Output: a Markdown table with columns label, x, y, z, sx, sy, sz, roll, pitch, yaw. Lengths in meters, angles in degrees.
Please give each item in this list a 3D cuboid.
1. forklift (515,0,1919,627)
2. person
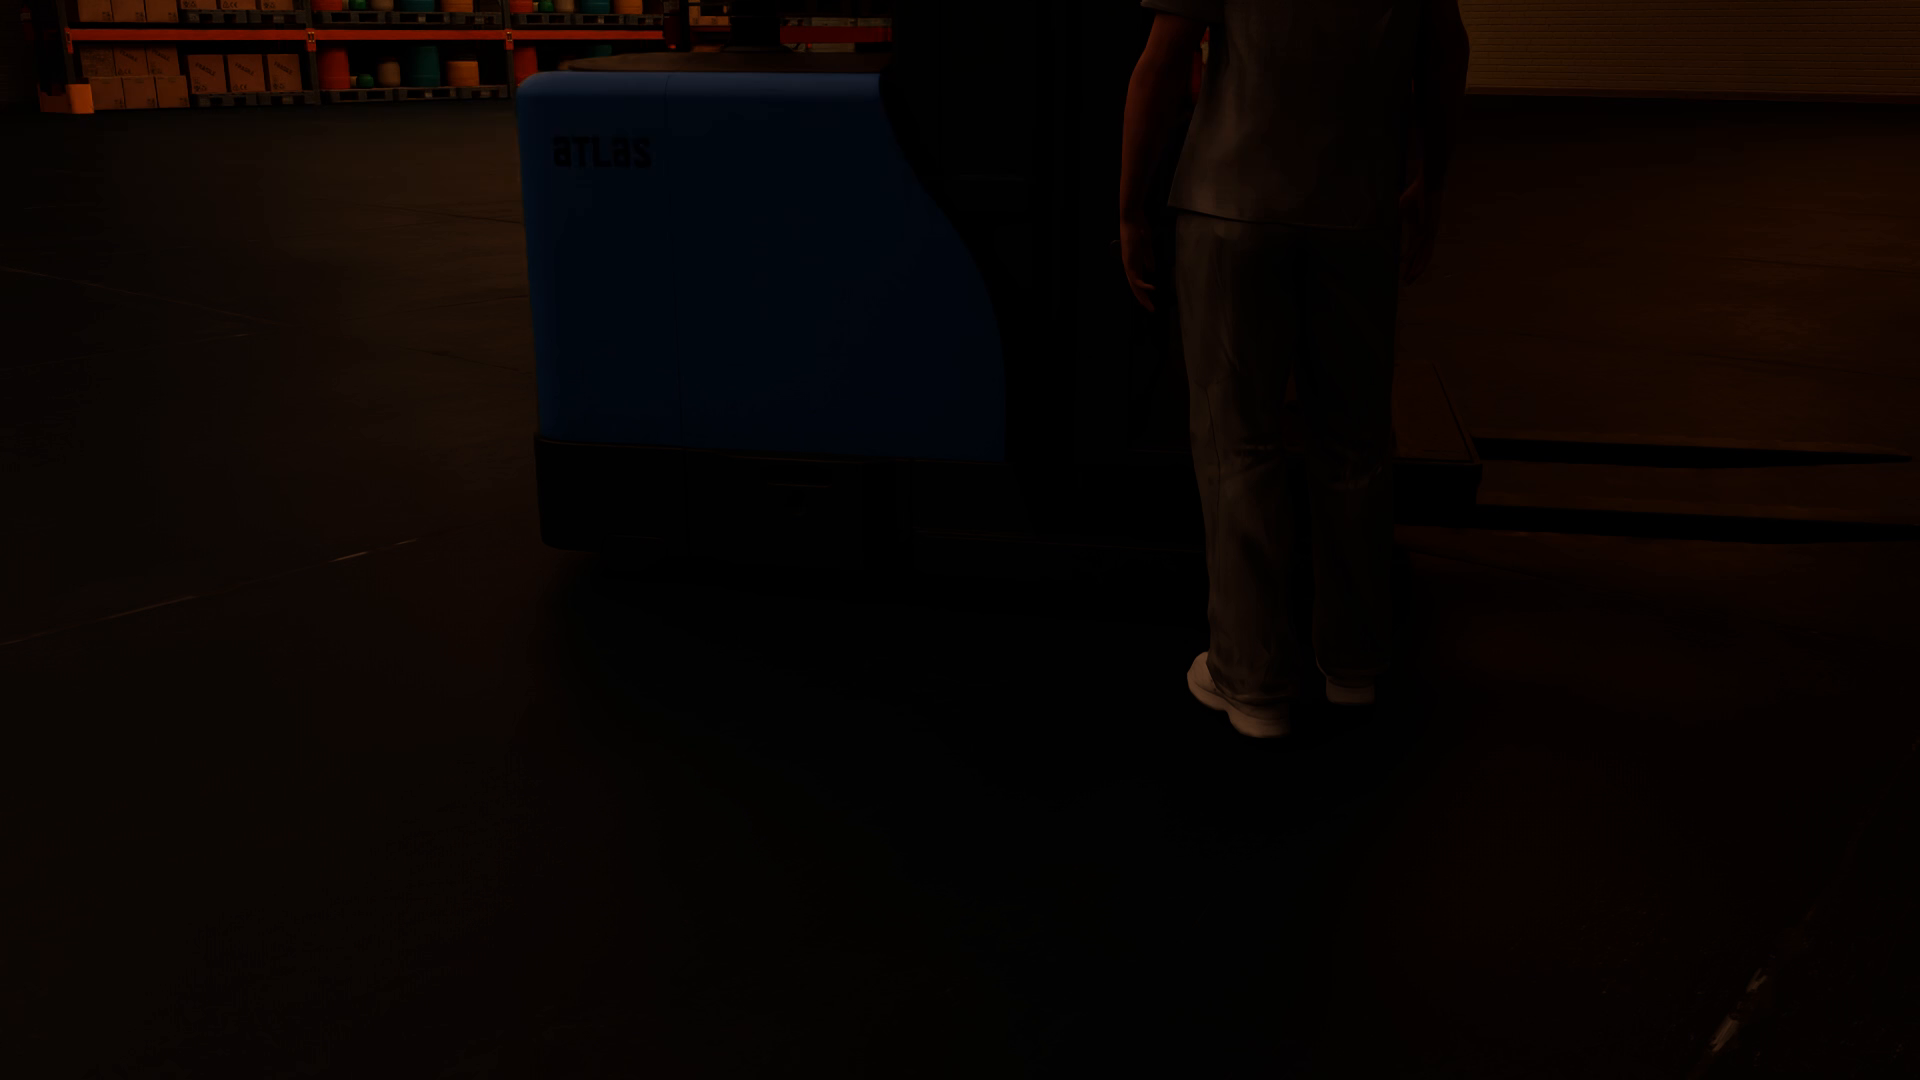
| label | x | y | z | sx | sy | sz | roll | pitch | yaw |
| --- | --- | --- | --- | --- | --- | --- | --- | --- | --- |
| forklift | 0.635 | -1.382 | 3.449 | 3.031 | 2.935 | 1.130 | 3 | 17 | 11 |
| person | 0.508 | -0.502 | 2.652 | 0.551 | 1.674 | 0.542 | -2 | 17 | -6 |
